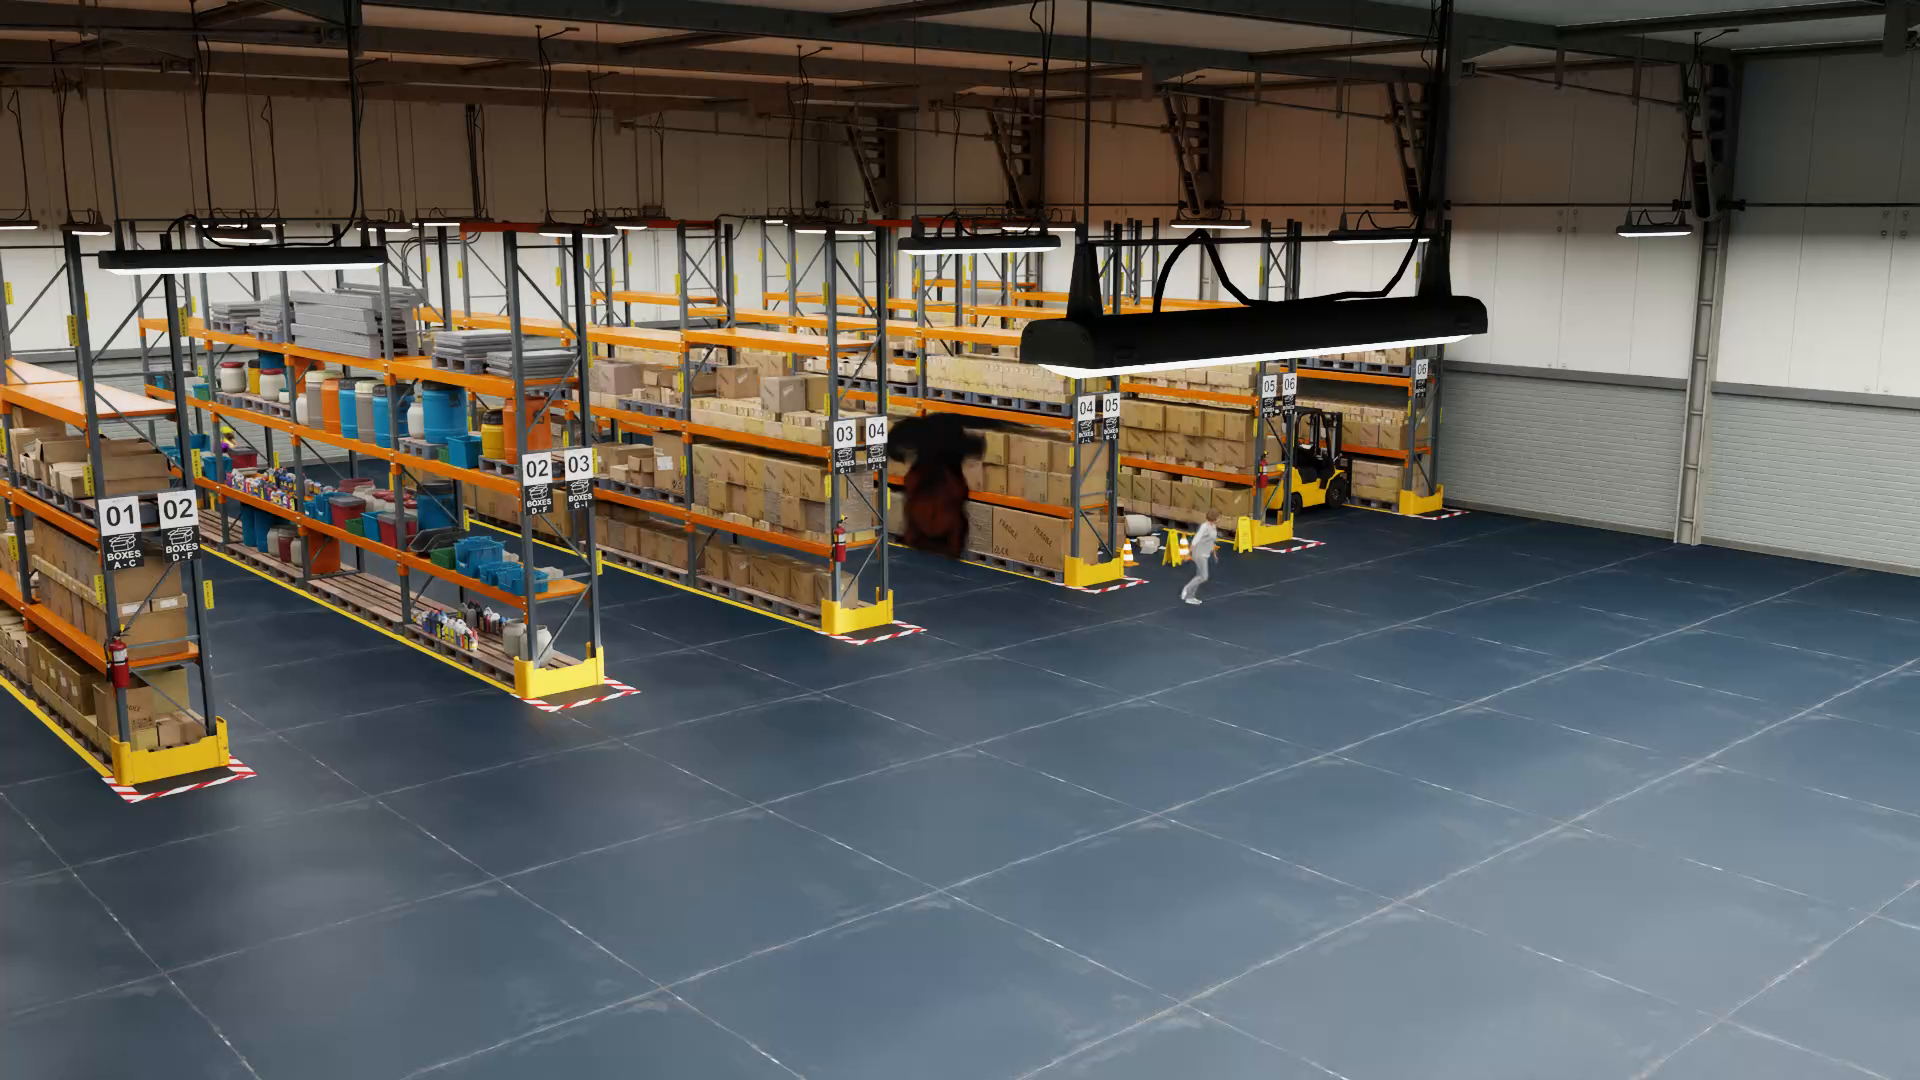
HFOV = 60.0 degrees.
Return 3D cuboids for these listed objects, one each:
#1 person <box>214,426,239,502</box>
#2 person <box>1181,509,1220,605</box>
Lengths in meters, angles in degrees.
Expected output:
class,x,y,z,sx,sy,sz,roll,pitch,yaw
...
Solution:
class,x,y,z,sx,sy,sz,roll,pitch,yaw
person,-15.310,-1.544,35.037,0.970,1.742,0.736,-3,12,-14
person,3.859,0.271,26.645,0.539,1.552,0.568,6,13,27
